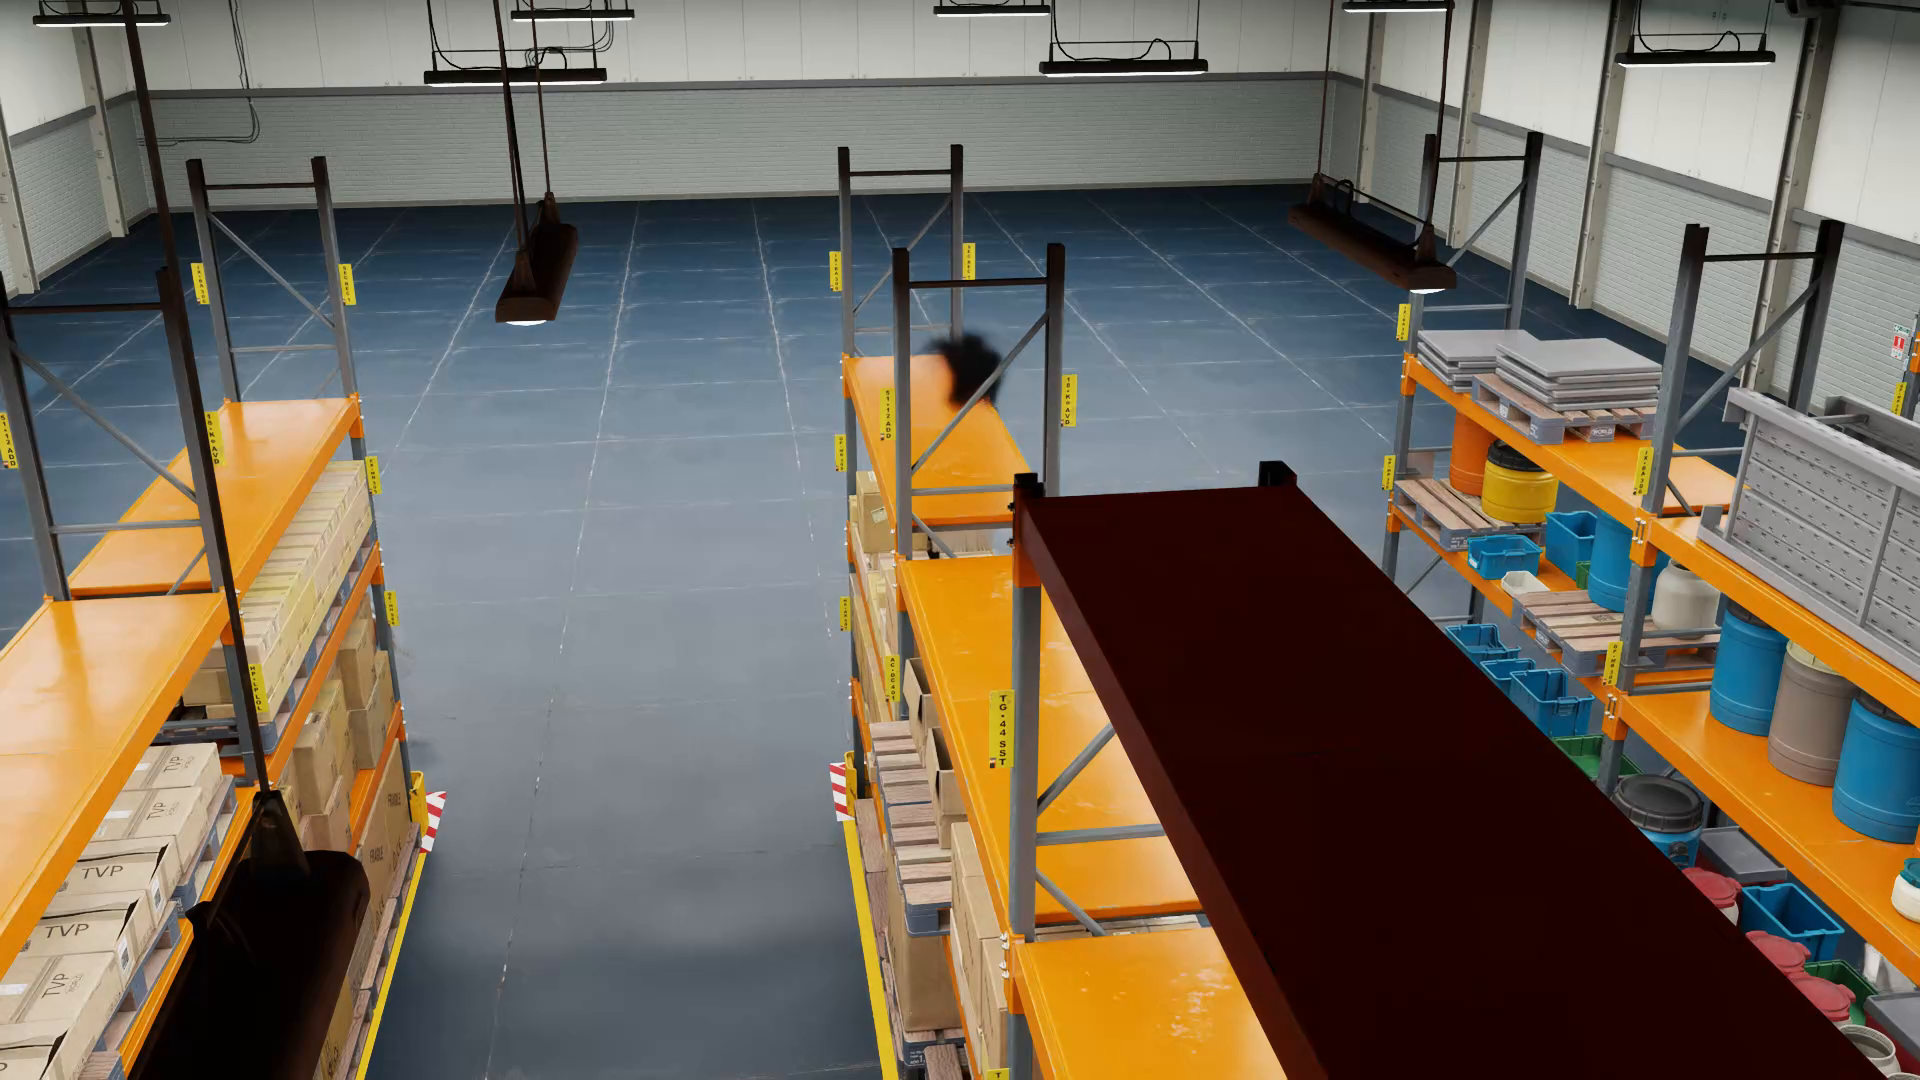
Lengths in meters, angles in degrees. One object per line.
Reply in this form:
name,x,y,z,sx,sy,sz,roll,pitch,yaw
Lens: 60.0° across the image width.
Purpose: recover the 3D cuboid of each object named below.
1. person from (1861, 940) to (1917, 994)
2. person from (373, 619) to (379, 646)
person,6.343,3.316,11.248,0.568,1.547,0.911,-4,22,-11
person,-6.076,1.130,16.459,0.706,1.709,0.990,-11,24,-26
